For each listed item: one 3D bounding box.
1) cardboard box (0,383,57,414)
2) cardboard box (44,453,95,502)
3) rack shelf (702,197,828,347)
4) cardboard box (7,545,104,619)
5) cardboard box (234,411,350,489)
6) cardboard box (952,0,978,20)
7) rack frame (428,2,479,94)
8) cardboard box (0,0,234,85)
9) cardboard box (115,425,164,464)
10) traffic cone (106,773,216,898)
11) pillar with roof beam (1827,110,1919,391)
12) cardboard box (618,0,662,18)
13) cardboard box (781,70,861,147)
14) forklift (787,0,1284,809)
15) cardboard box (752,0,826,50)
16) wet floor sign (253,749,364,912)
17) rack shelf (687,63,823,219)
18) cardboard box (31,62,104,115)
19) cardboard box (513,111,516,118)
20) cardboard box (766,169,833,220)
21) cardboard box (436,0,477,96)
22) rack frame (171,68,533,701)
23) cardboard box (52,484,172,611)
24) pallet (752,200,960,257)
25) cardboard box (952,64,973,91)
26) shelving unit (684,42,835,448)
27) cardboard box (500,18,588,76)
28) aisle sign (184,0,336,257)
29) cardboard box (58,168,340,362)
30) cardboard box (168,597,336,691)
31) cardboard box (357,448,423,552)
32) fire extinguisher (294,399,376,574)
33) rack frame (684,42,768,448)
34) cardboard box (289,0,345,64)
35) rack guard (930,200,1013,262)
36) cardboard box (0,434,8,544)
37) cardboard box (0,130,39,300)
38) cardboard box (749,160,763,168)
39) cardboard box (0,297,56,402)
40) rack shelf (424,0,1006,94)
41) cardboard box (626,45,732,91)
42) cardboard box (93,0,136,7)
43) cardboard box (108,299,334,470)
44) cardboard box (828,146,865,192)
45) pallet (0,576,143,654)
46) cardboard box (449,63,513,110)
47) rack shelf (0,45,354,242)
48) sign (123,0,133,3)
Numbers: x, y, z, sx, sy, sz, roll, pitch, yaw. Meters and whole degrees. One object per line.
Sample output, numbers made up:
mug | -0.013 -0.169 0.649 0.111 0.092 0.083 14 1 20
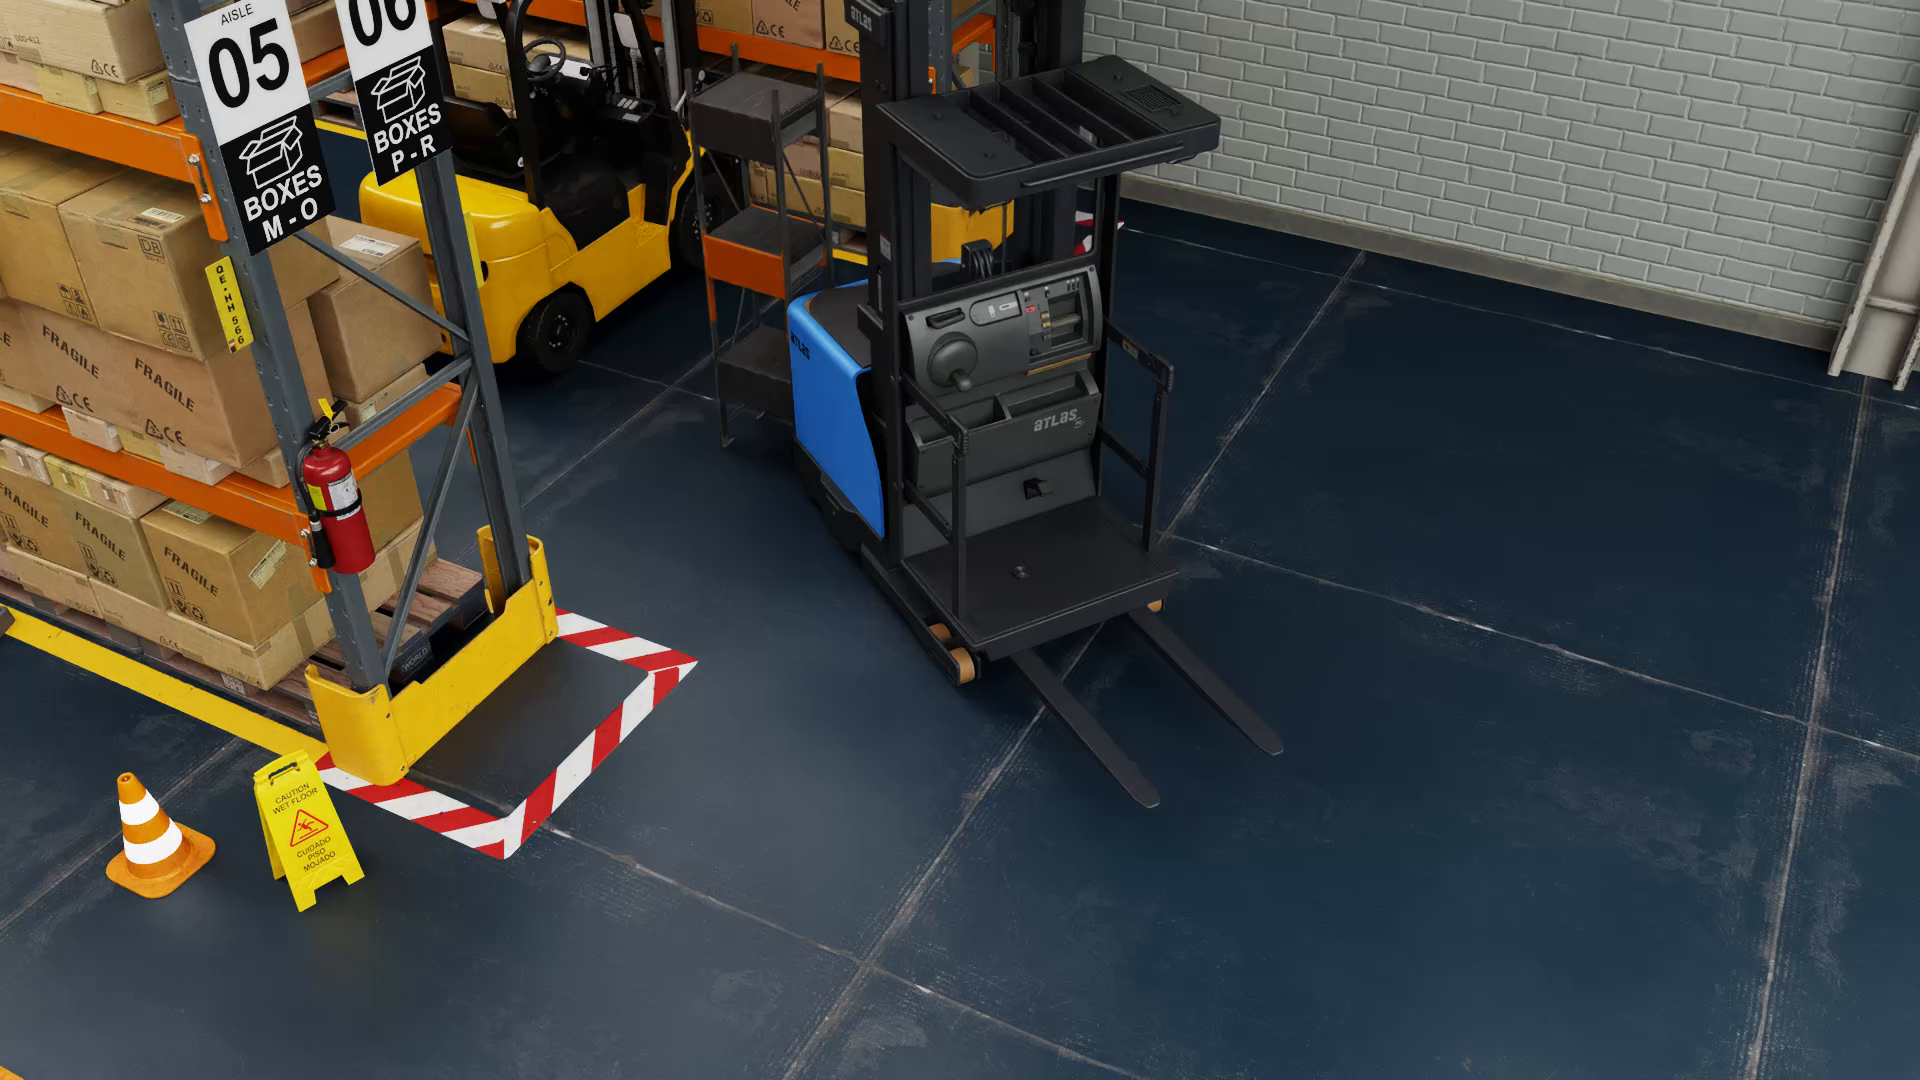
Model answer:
cardboard box | -3.789 -0.704 6.924 0.250 0.149 0.380 17 40 21
cardboard box | -3.601 -0.347 7.016 0.250 0.149 0.380 18 41 22
rack shelf | -0.953 -1.345 8.321 0.480 0.518 0.431 19 42 23
cardboard box | -3.956 0.060 7.637 0.500 0.250 0.500 16 40 20
cardboard box | -2.621 -0.386 6.505 0.250 0.149 0.380 19 41 23
cardboard box | -0.223 -3.490 10.304 0.500 0.500 0.500 19 41 23
rack frame | -3.463 -4.275 11.421 0.127 3.000 1.000 17 41 21
cardboard box | -2.769 -1.748 5.489 0.500 0.250 0.500 17 40 21
cardboard box | -3.115 -0.480 6.629 0.250 0.149 0.380 17 40 21
traffic cone | -3.166 1.086 6.456 0.334 0.463 0.336 17 41 21
pillar with roof beam | 3.233 -2.251 3.792 0.400 9.000 9.100 17 41 21
cardboard box | -1.832 -3.624 10.481 0.500 0.500 0.500 18 41 22
cardboard box | -0.920 -2.733 10.489 0.500 0.250 0.500 18 41 22
forklift | 0.300 -0.837 6.949 1.130 2.935 3.031 -18 41 -23
cardboard box | -0.925 -3.348 10.117 0.500 0.500 0.500 19 41 23
wet floor sign | -2.514 1.068 6.329 0.267 0.644 0.232 -29 46 -33
rack shelf | -0.952 -1.898 7.892 0.480 0.518 0.431 19 42 23
cardboard box | -2.872 -1.593 5.614 0.250 0.149 0.380 18 41 22
cardboard box | -2.728 -2.902 11.539 0.500 0.250 0.500 17 40 21
cardboard box | -0.911 -2.340 10.798 0.500 0.250 0.500 17 41 21
cardboard box | -3.932 -3.636 12.195 0.625 0.625 0.875 19 41 23
rack frame | -2.191 -0.497 6.444 0.127 3.000 1.000 17 41 21
cardboard box | -3.487 -0.094 7.219 0.500 0.500 0.500 19 41 23
pallet | -0.610 -2.243 11.050 1.213 0.211 1.003 17 41 21
cardboard box | -0.251 -2.869 10.668 0.500 0.250 0.500 17 40 21
shelving unit | -0.953 -1.356 8.313 0.503 2.100 0.431 19 42 23
cardboard box | -2.728 -3.295 11.230 0.500 0.250 0.500 17 41 22
aisle sign | -2.269 -1.360 5.430 0.004 0.787 0.394 17 41 21
cardboard box | -2.745 -1.079 6.054 0.500 0.500 0.700 16 40 20
cardboard box | -3.053 0.344 7.263 0.500 0.250 0.500 17 40 21
cardboard box | -2.801 -0.247 7.421 0.500 0.500 0.500 16 40 20
fire extinguisher | -2.301 -0.187 6.099 0.183 0.674 0.296 17 41 21
rack frame | -1.164 -1.431 8.409 0.015 2.100 0.400 19 42 23
cardboard box | -2.336 -1.858 5.964 0.250 0.149 0.380 17 41 22
rack guard | 0.110 -2.161 10.703 0.348 0.500 1.175 17 41 21
cardboard box | -4.402 -0.384 7.601 0.500 0.500 0.500 20 41 24
cardboard box | -3.691 -1.310 6.359 0.500 0.500 0.700 17 40 21
cardboard box | -1.396 -2.679 10.832 0.500 0.250 0.500 16 40 20
cardboard box | -3.684 -0.941 6.700 0.500 0.500 0.500 17 40 21
rack shelf | -1.687 -3.433 10.906 4.000 0.370 1.077 17 41 21
cardboard box | -1.819 -3.013 10.858 0.500 0.250 0.500 17 40 21
cardboard box | -2.627 -1.845 5.287 0.250 0.149 0.380 18 41 22
cardboard box | -2.799 -0.658 6.328 0.500 0.500 0.500 17 40 21
cardboard box | -0.487 -2.402 10.466 0.500 0.250 0.500 17 40 21
pallet | -4.042 0.008 8.085 1.213 0.211 1.003 17 41 21
cardboard box | -3.176 -3.246 11.579 0.500 0.250 0.500 17 40 21
rack shelf | -3.967 -1.962 6.487 4.000 0.370 1.077 17 41 21
sign | -2.464 -1.752 4.884 0.005 0.325 0.100 17 41 21
